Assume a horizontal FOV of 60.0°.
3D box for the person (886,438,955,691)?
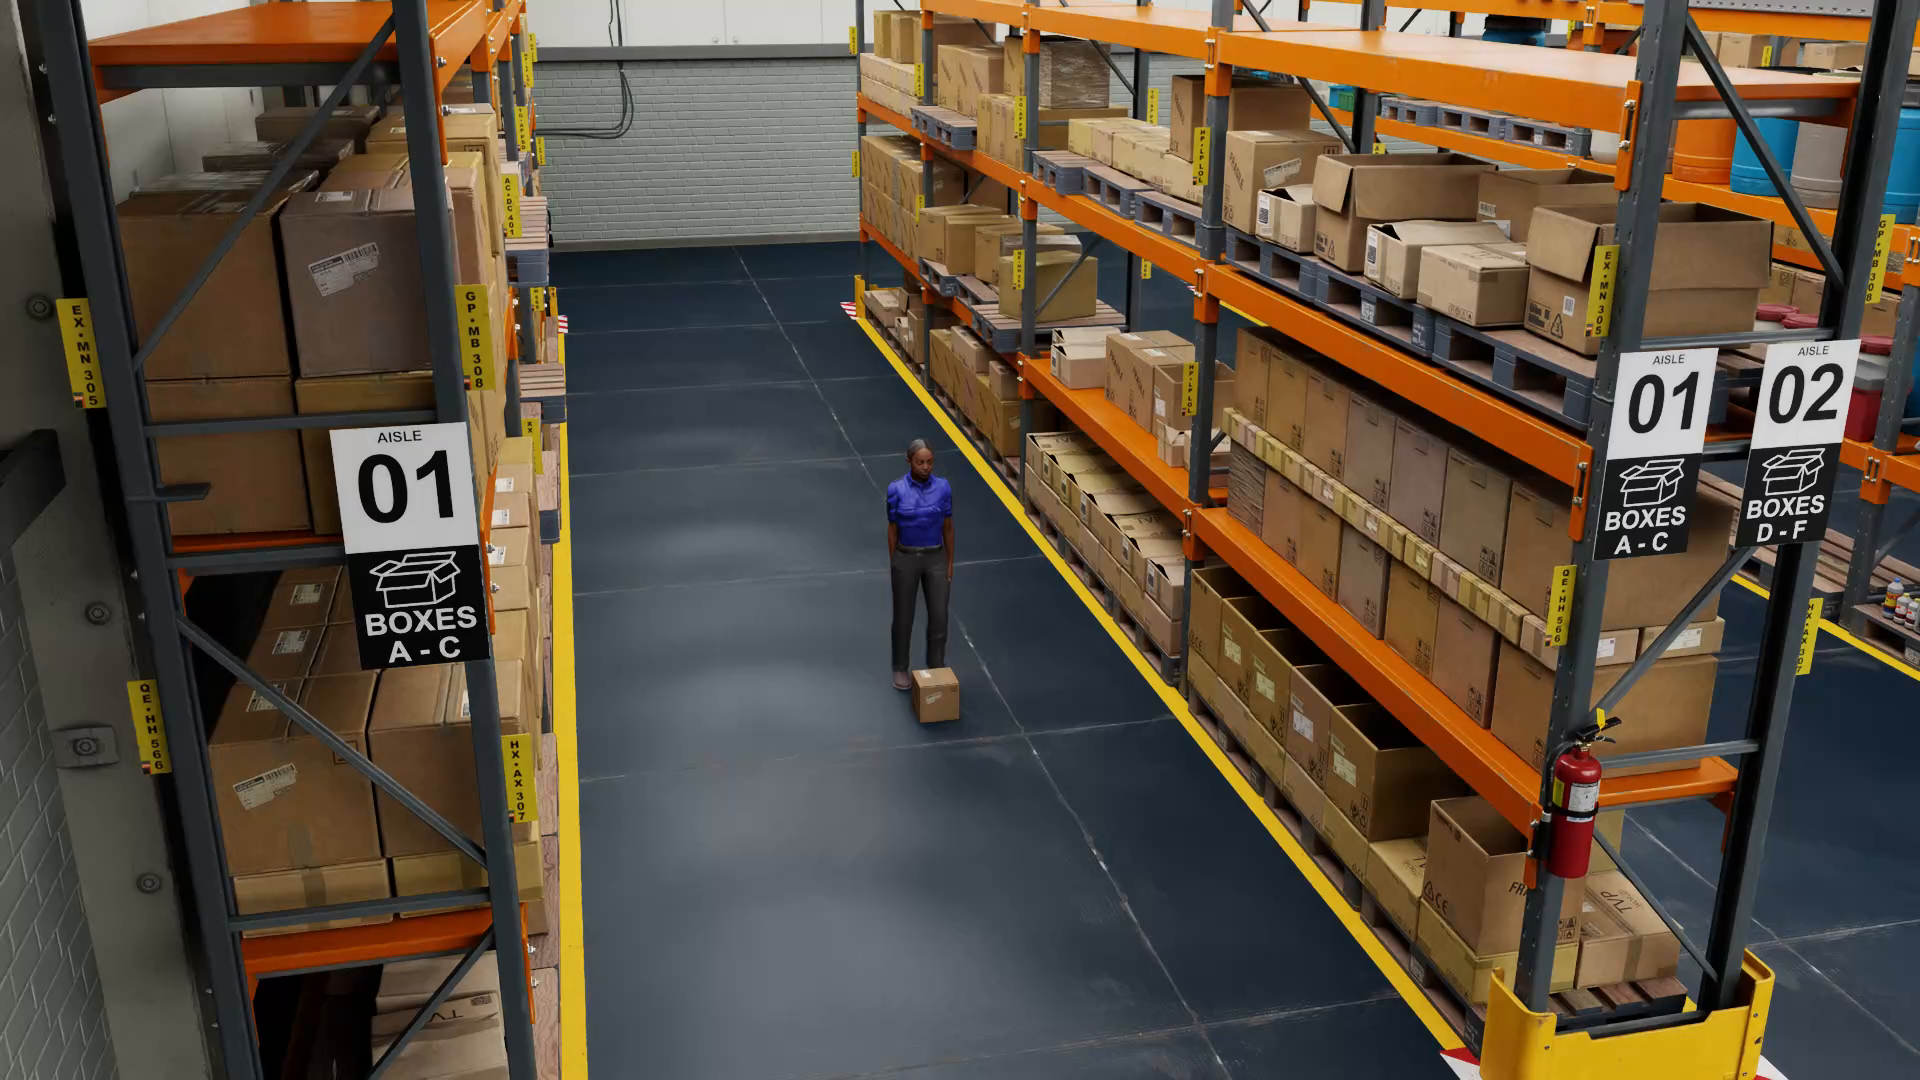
[{"bbox_3d":[-0.249,0.156,10.655,0.426,1.658,0.317,-4,20,-11],"label":"person"}]
